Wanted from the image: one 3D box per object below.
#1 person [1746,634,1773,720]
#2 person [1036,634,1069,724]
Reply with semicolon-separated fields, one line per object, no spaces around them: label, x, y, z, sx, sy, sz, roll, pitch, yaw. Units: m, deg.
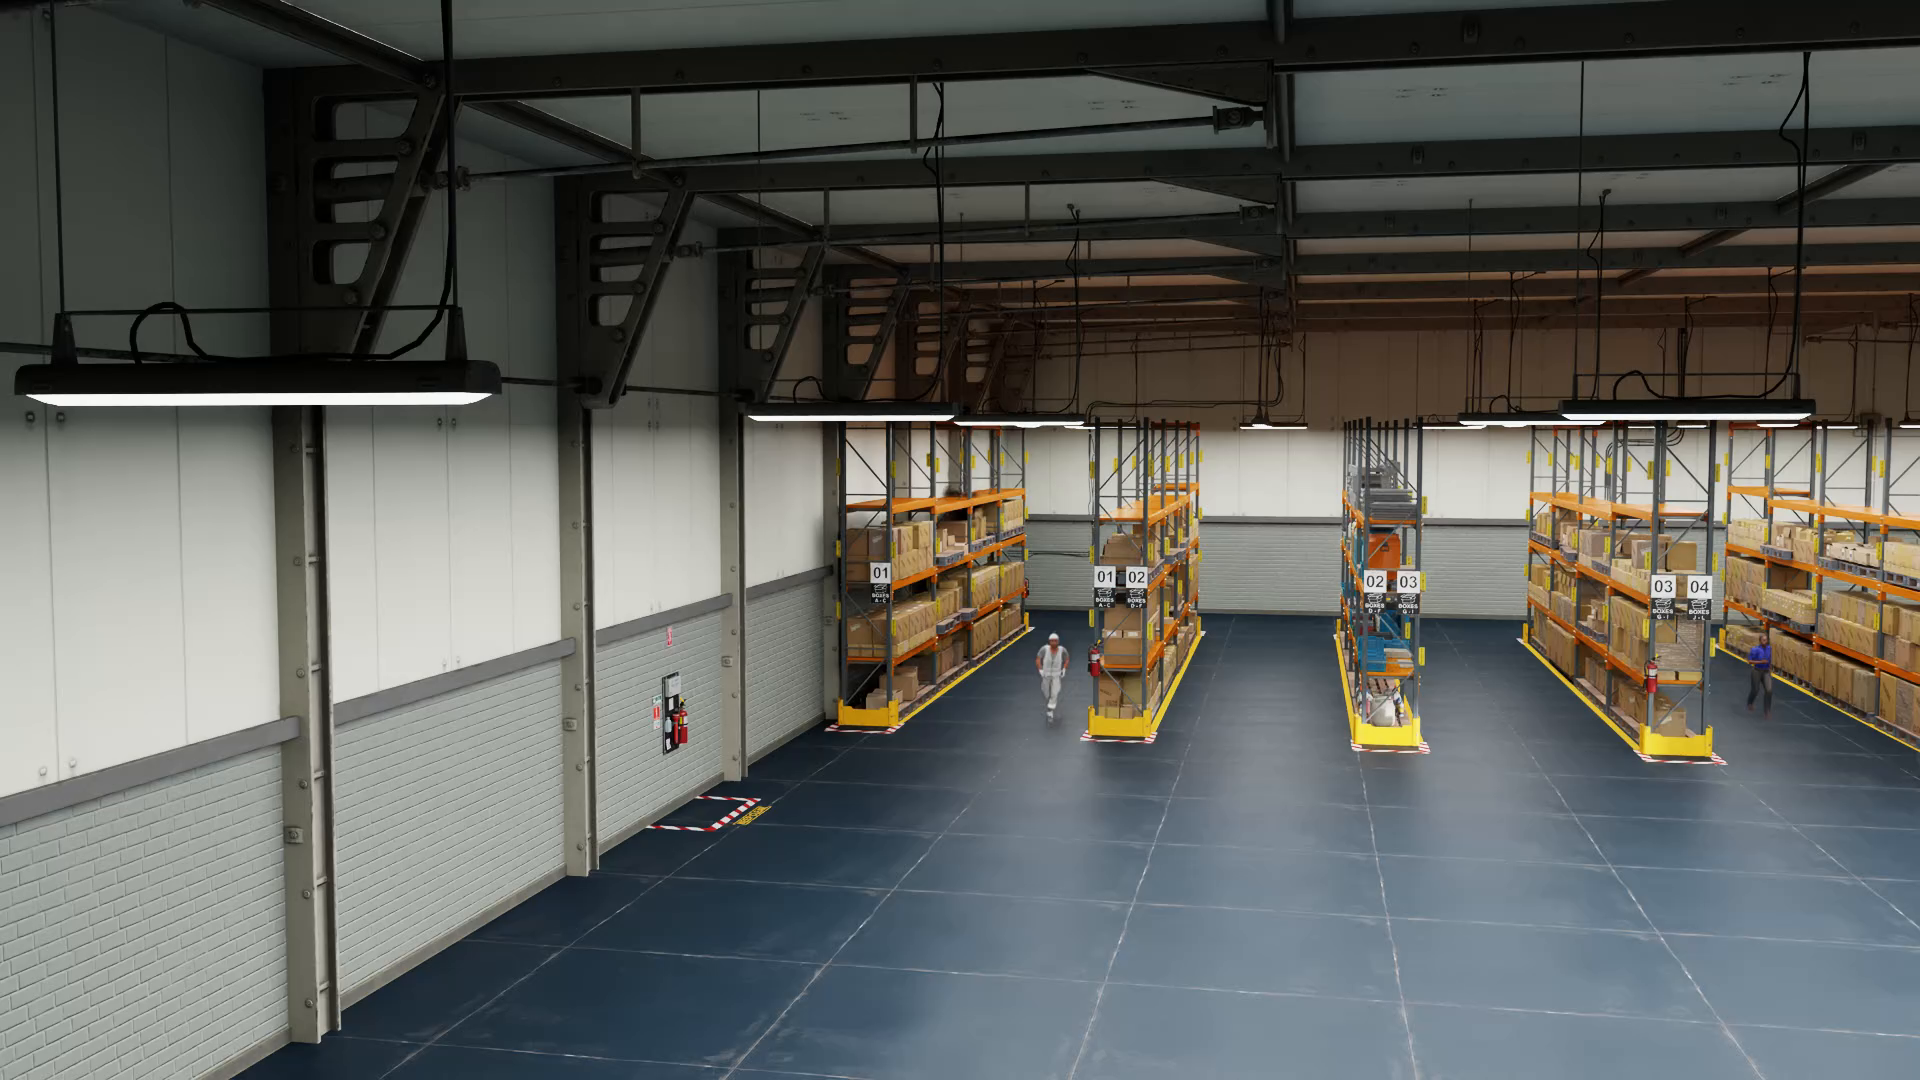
person;16.089;2.747;33.452;0.575;1.703;0.891;0;4;2
person;1.845;2.717;33.107;0.659;1.766;0.986;0;4;6
